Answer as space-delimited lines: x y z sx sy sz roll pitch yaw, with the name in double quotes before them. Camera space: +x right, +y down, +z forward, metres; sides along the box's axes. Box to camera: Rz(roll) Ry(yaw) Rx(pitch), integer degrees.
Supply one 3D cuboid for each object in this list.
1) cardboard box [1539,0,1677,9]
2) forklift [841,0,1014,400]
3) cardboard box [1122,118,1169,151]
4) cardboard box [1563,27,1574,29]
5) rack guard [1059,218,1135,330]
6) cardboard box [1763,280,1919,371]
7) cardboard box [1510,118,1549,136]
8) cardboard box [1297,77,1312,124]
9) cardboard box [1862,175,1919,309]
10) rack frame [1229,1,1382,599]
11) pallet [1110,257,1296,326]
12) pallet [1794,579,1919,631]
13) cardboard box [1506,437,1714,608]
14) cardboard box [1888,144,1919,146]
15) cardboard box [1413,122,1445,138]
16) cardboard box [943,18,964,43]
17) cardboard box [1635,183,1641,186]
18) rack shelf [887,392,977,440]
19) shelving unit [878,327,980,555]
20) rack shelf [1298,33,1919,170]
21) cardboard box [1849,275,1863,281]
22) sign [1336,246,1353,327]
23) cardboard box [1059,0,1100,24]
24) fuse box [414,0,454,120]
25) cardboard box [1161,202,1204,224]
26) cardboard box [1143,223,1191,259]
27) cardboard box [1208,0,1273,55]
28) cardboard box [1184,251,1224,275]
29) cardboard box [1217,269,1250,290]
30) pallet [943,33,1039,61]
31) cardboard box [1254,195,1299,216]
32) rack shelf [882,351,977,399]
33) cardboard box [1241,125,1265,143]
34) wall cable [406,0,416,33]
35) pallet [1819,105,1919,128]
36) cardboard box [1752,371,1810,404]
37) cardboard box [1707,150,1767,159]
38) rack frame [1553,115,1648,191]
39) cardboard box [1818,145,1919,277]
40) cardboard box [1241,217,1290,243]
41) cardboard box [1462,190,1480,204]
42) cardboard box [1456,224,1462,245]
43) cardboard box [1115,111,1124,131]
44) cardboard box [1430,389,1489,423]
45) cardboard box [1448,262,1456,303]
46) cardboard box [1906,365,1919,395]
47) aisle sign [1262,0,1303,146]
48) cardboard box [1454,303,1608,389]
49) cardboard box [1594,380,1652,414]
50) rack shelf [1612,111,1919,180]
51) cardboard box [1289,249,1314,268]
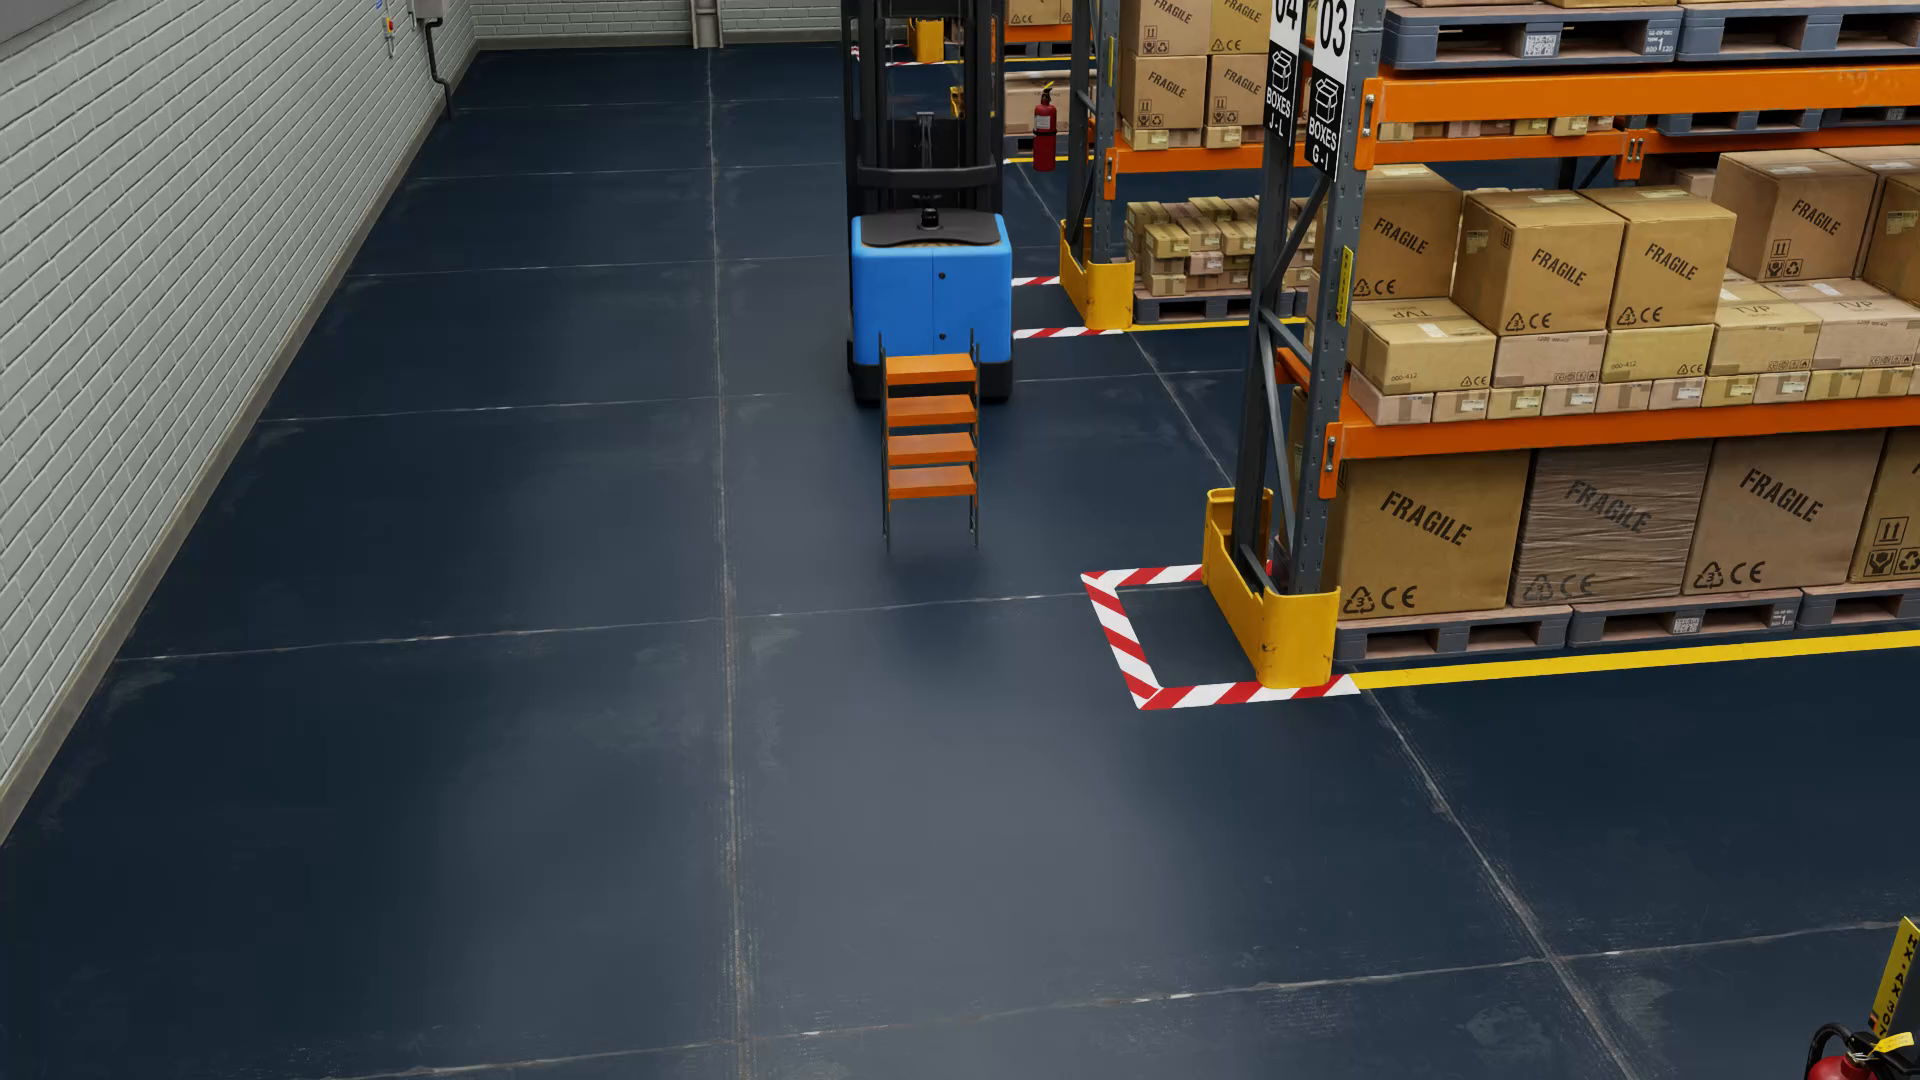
"cardboard box" 2.631 -2.549 6.967 0.500 0.500 0.700 -5 28 -9
"forklift" -0.261 -2.858 11.609 1.130 2.935 3.031 -2 27 -3
"cardboard box" 1.325 -2.909 11.909 0.250 0.149 0.380 -4 27 -8
"cardboard box" 4.491 -3.872 11.981 0.500 0.500 0.500 -5 28 -9
"rack guard" 1.033 -2.041 12.680 0.348 0.500 1.175 -4 27 -7
"cardboard box" 4.092 -1.007 7.764 0.500 0.250 0.500 -3 27 -6
"cardboard box" 4.156 -3.111 12.303 0.250 0.149 0.380 -3 27 -5
"cardboard box" 2.454 -3.300 11.960 0.500 0.500 0.500 -3 27 -6
"cardboard box" 4.595 -1.373 7.658 0.500 0.500 0.500 -3 27 -7
"rack frame" 1.549 -0.900 7.718 0.127 3.000 1.000 -4 27 -7
"pallet" 1.843 -1.948 12.816 1.213 0.211 1.003 -4 27 -7
"pallet" 4.746 0.099 8.825 1.213 0.211 1.003 -4 27 -7
"cardboard box" 3.073 -0.276 8.370 0.875 0.875 0.875 -4 27 -7
"cardboard box" 7.661 -3.099 13.460 0.500 0.250 0.500 -4 27 -8
"cardboard box" 3.373 -3.083 12.249 0.250 0.149 0.380 -4 27 -8
"cardboard box" 0.092 -6.696 21.288 0.637 0.503 0.797 -5 28 -9
"cardboard box" 5.617 -2.639 13.385 0.500 0.500 0.500 -4 27 -8
"rack shelf" -0.164 -0.662 8.884 0.480 0.148 0.258 -4 27 -7
"shelving unit" -0.164 -0.523 8.956 0.503 1.200 0.258 -4 27 -7
"rack shelf" 3.530 -2.042 7.445 4.000 0.370 1.077 -4 27 -7
"cardboard box" 4.515 -1.279 8.295 0.500 0.250 0.500 -4 27 -7
"sign" 1.620 -1.069 7.012 0.005 0.325 0.100 -4 27 -7
"cardboard box" 1.181 -5.370 16.320 0.500 0.500 0.500 -4 27 -8
"fuse box" -5.560 -5.396 17.892 0.414 1.711 0.539 -4 27 -7
"cardboard box" 1.704 -2.470 12.789 0.250 0.149 0.380 -3 27 -6
"cardboard box" 1.524 -2.211 12.285 0.250 0.149 0.380 -5 28 -9
"cardboard box" 1.938 -3.714 11.671 0.500 0.500 0.500 -3 27 -6
"cardboard box" 1.792 -2.108 12.410 0.250 0.149 0.380 -4 27 -7
"cardboard box" 2.014 -2.028 12.580 0.250 0.149 0.380 -3 27 -7
"pallet" 0.338 -6.439 21.567 1.213 0.211 1.003 -4 27 -7
"cardboard box" 2.466 -2.574 12.992 0.250 0.149 0.380 -3 27 -5
"rack shelf" -0.164 -0.873 8.776 0.480 0.148 0.258 -4 27 -7
"cardboard box" 2.082 -3.015 12.116 0.250 0.149 0.380 -2 27 -5
"wall cable" -5.621 -6.103 16.746 0.122 1.984 0.588 -4 27 -7
"pallet" 6.926 -3.428 12.854 1.213 0.211 1.003 -4 27 -7
"cardboard box" 3.729 -0.777 7.754 0.250 0.149 0.380 -3 27 -6
"cardboard box" 6.132 -3.000 13.267 0.500 0.250 0.500 -2 27 -5
"rack frame" 4.919 -3.403 12.596 0.127 3.000 1.000 -4 27 -7
"cardboard box" 4.511 -1.611 8.121 0.500 0.500 0.500 -4 27 -7
"cardboard box" 2.282 -2.295 12.447 0.250 0.149 0.380 -5 28 -10
"cardboard box" 4.024 -2.629 13.098 0.250 0.149 0.380 -4 27 -8
"cardboard box" 3.587 -2.352 12.560 0.250 0.149 0.380 -5 28 -10
"cardboard box" 1.242 -3.185 12.447 0.250 0.149 0.380 -4 27 -7
"cardboard box" 2.200 -0.678 7.562 0.250 0.149 0.380 -4 27 -8
"cardboard box" 2.494 -1.148 8.040 0.500 0.250 0.500 -4 27 -8
"cardboard box" 4.490 -0.826 7.849 0.250 0.149 0.380 -3 27 -6
"aisle sign" 1.436 -2.187 7.380 0.004 0.787 0.394 -4 27 -7
"cardboard box" 2.576 -0.910 7.576 0.500 0.250 0.500 -4 27 -8
"cardboard box" 2.964 -0.728 7.658 0.250 0.149 0.380 -4 27 -8
"rack shelf" 6.900 -3.210 13.008 4.000 0.370 1.077 -4 27 -7
"cardboard box" 2.541 -2.191 12.571 0.250 0.149 0.380 -5 28 -10
